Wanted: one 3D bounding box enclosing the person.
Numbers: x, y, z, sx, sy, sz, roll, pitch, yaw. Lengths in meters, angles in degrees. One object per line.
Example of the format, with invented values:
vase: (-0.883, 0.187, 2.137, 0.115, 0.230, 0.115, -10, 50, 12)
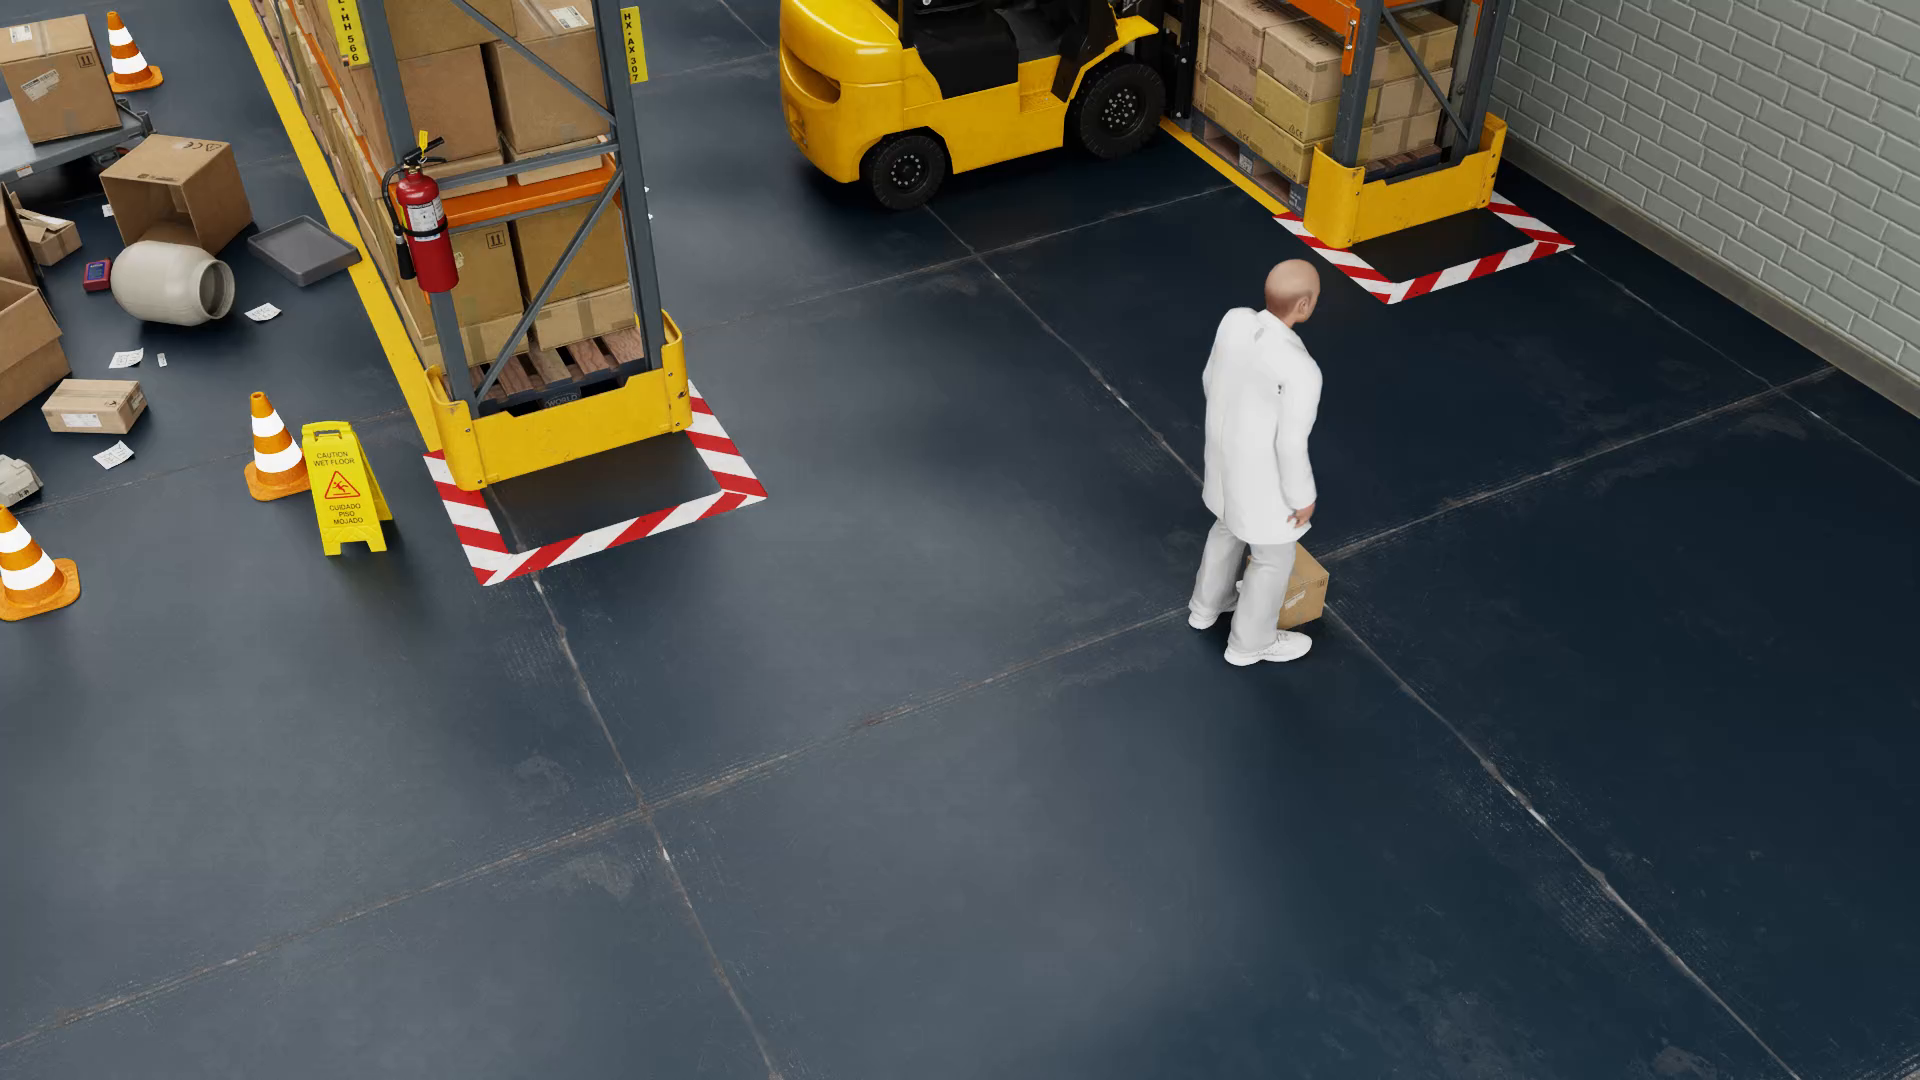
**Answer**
person: (1.172, -0.295, 6.513, 0.427, 1.773, 0.641, -19, 44, -21)
